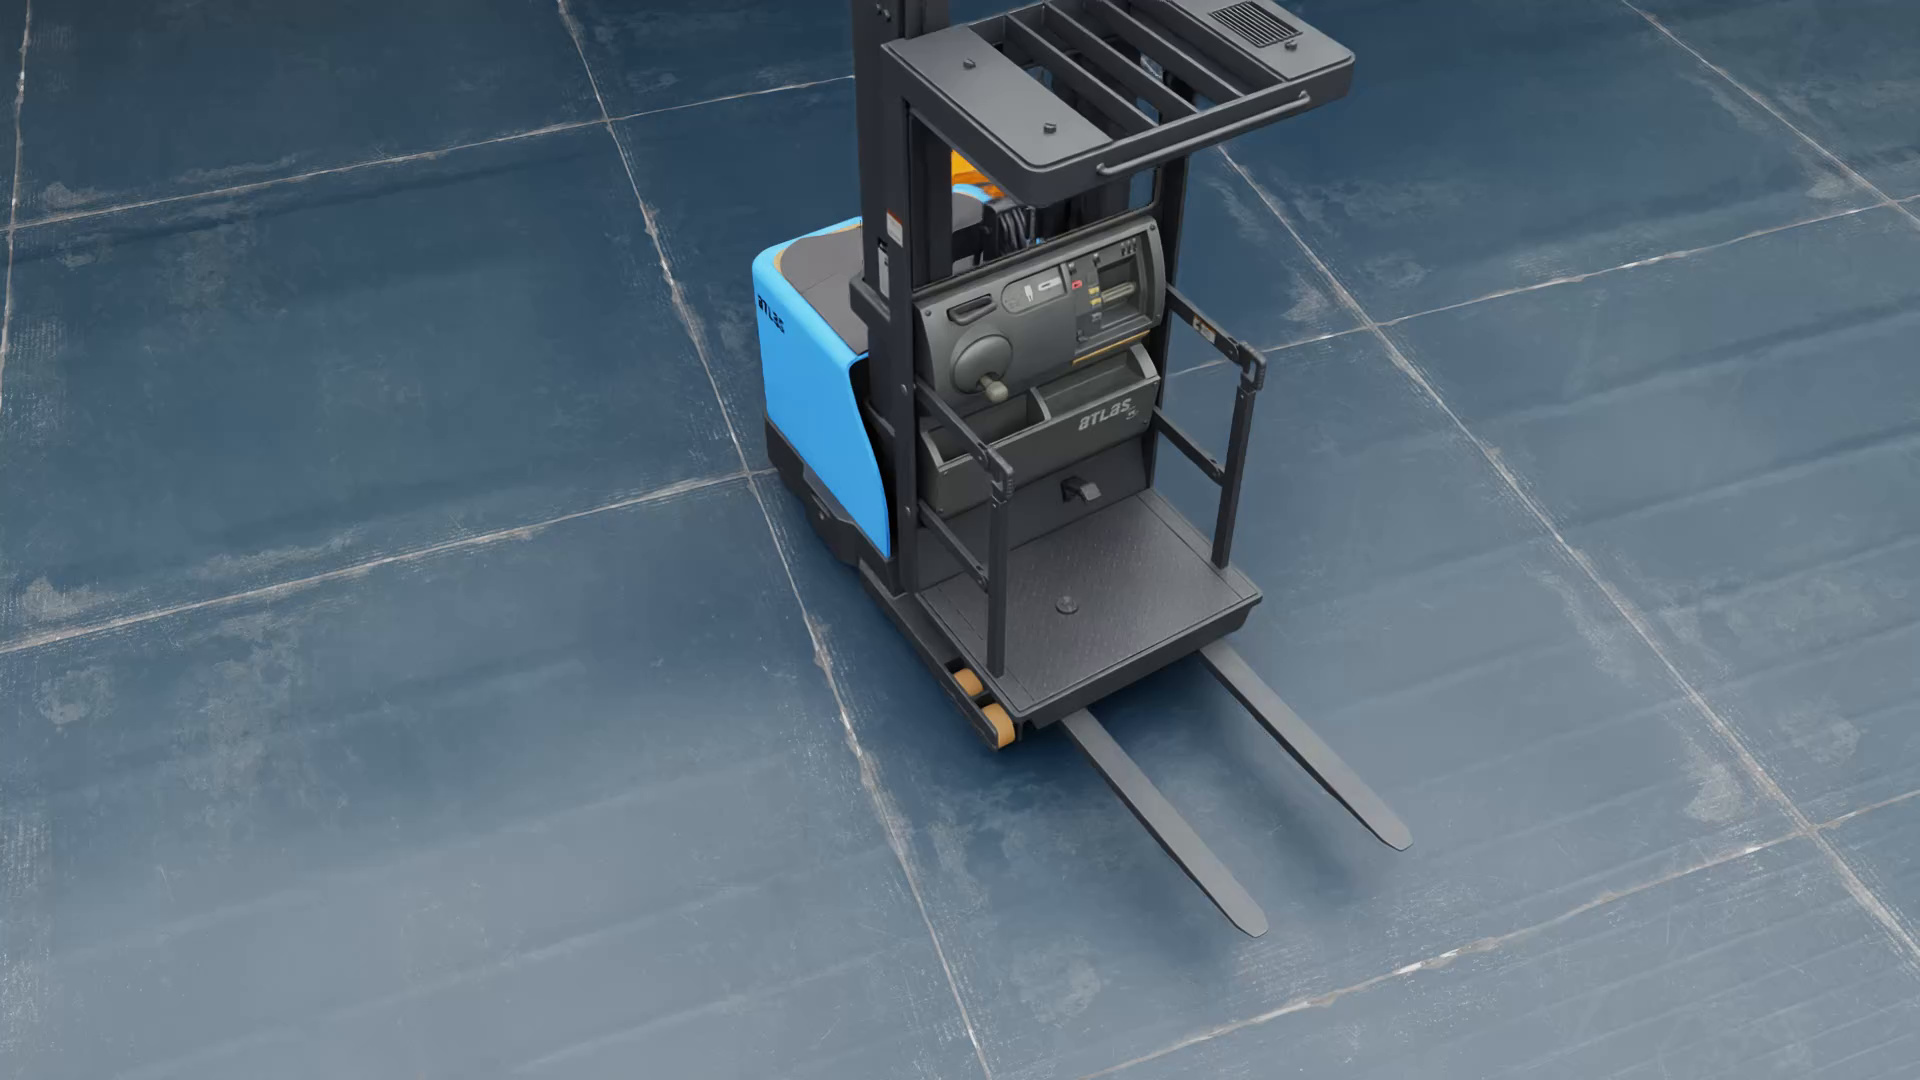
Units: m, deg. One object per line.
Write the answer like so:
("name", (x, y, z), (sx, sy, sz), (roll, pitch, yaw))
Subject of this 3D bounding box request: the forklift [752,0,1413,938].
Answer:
("forklift", (0.399, -0.666, 5.345), (1.130, 2.935, 3.031), (-24, 50, -22))

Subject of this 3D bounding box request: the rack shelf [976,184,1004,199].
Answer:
("rack shelf", (0.014, -1.364, 7.037), (0.480, 0.148, 0.258), (-12, 45, -12))

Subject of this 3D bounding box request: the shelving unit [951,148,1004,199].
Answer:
("shelving unit", (0.015, -1.251, 7.145), (0.503, 1.200, 0.258), (-12, 45, -12))

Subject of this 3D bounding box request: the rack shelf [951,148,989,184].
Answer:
("rack shelf", (0.012, -1.534, 6.873), (0.480, 0.148, 0.258), (-12, 45, -12))
